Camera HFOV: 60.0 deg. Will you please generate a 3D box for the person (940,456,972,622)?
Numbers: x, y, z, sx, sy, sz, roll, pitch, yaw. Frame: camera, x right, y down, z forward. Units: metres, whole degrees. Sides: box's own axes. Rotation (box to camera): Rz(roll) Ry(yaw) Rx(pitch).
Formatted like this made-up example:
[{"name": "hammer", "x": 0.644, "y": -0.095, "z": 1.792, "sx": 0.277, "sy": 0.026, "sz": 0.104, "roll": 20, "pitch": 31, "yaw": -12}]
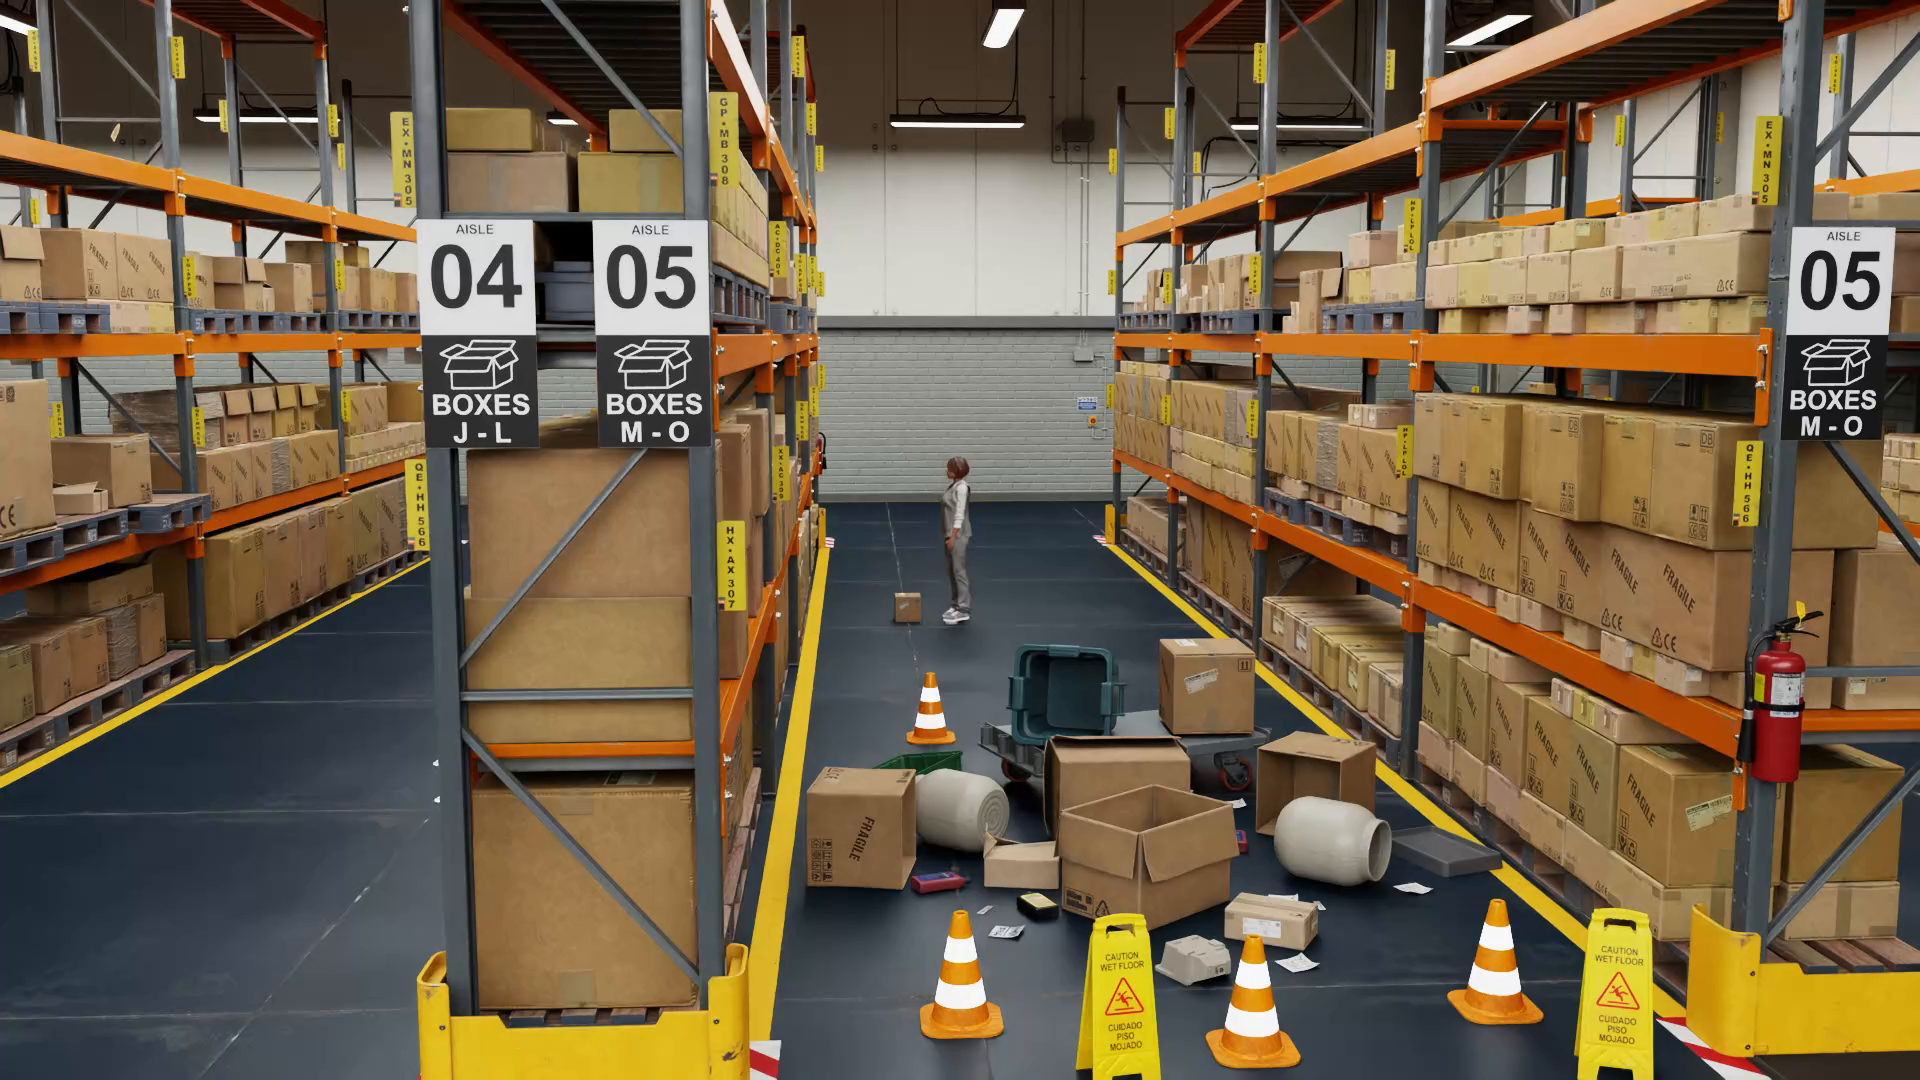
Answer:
[{"name": "person", "x": -0.048, "y": -0.018, "z": 16.327, "sx": 0.328, "sy": 1.612, "sz": 0.454, "roll": -2, "pitch": 7, "yaw": -14}]
